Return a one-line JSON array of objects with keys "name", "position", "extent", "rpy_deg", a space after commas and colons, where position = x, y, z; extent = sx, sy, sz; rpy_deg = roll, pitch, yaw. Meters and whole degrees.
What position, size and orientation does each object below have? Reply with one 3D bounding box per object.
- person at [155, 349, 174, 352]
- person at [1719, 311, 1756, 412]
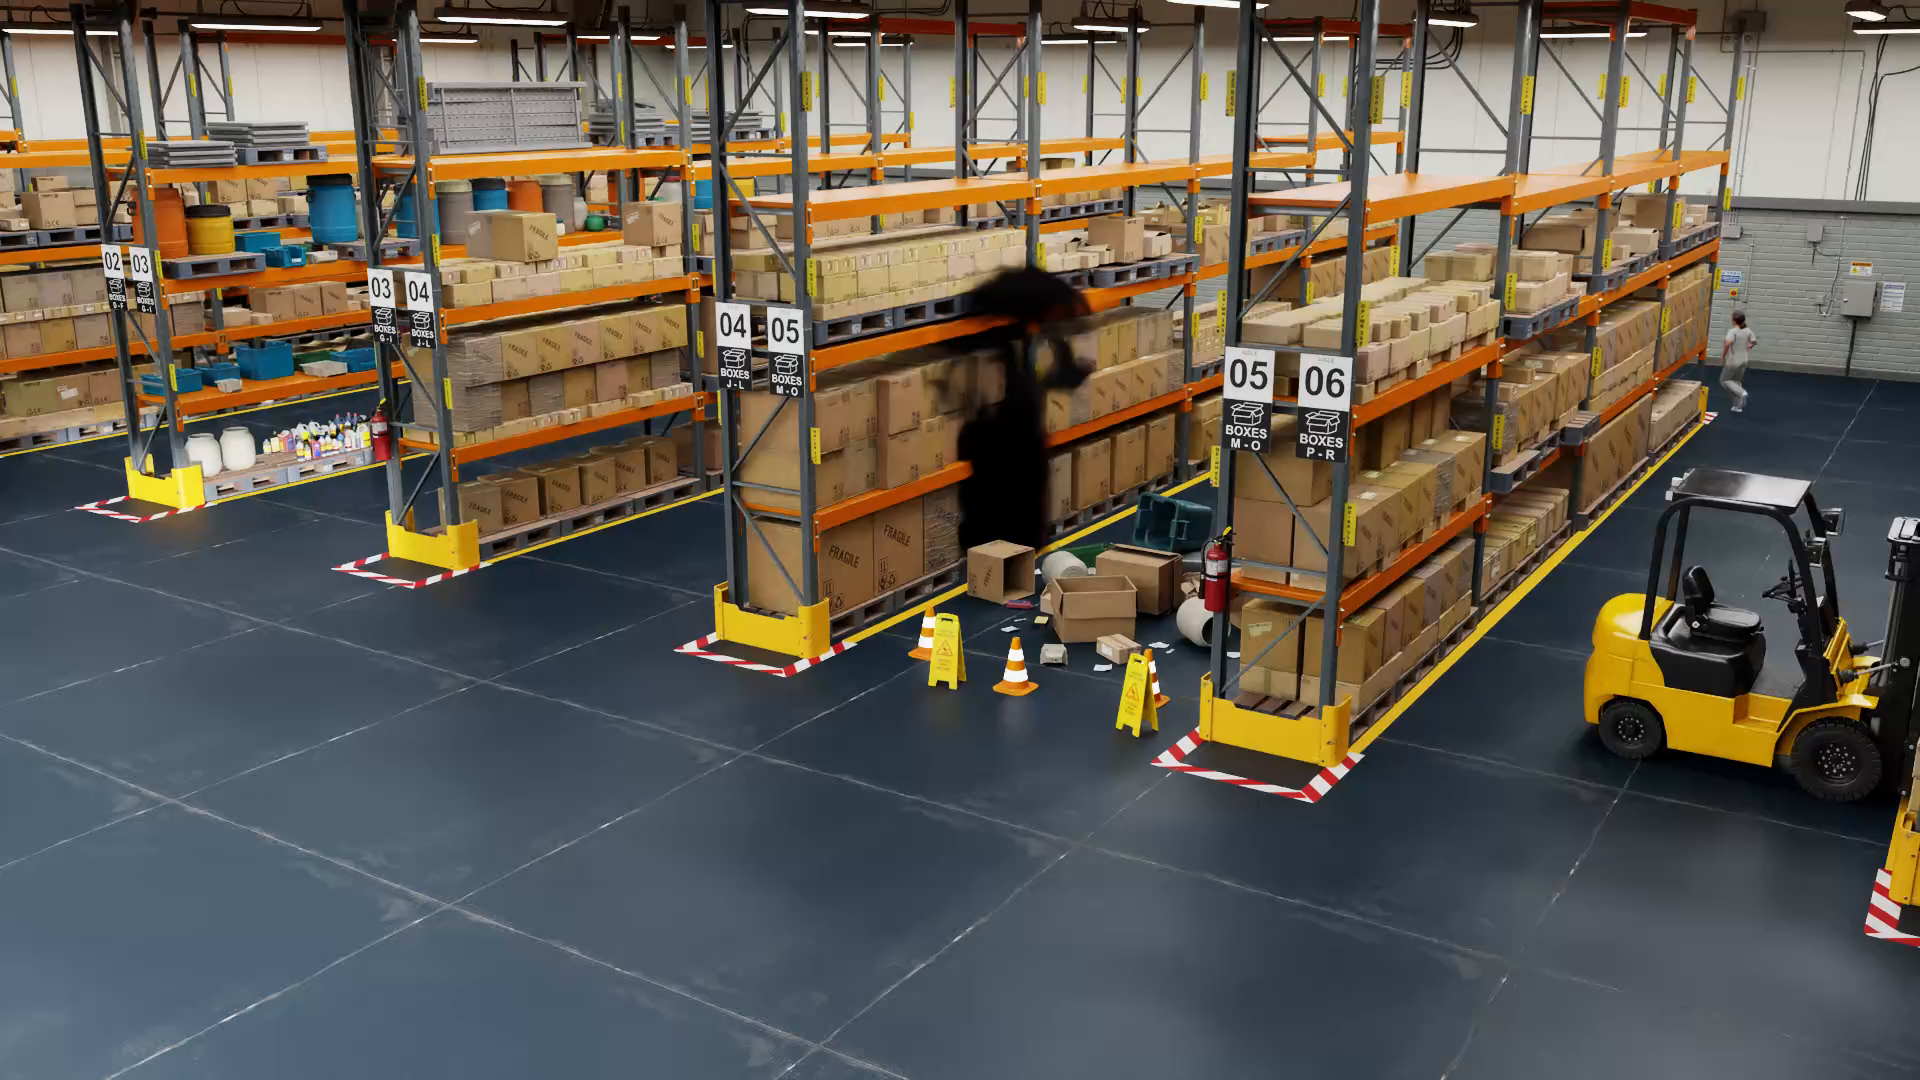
[{"name": "person", "position": [-13.647, -3.509, 28.583], "extent": [0.656, 1.774, 0.845], "rpy_deg": [7, 17, 25]}, {"name": "person", "position": [12.309, -2.822, 26.391], "extent": [0.656, 1.616, 0.550], "rpy_deg": [-4, 16, -15]}]
